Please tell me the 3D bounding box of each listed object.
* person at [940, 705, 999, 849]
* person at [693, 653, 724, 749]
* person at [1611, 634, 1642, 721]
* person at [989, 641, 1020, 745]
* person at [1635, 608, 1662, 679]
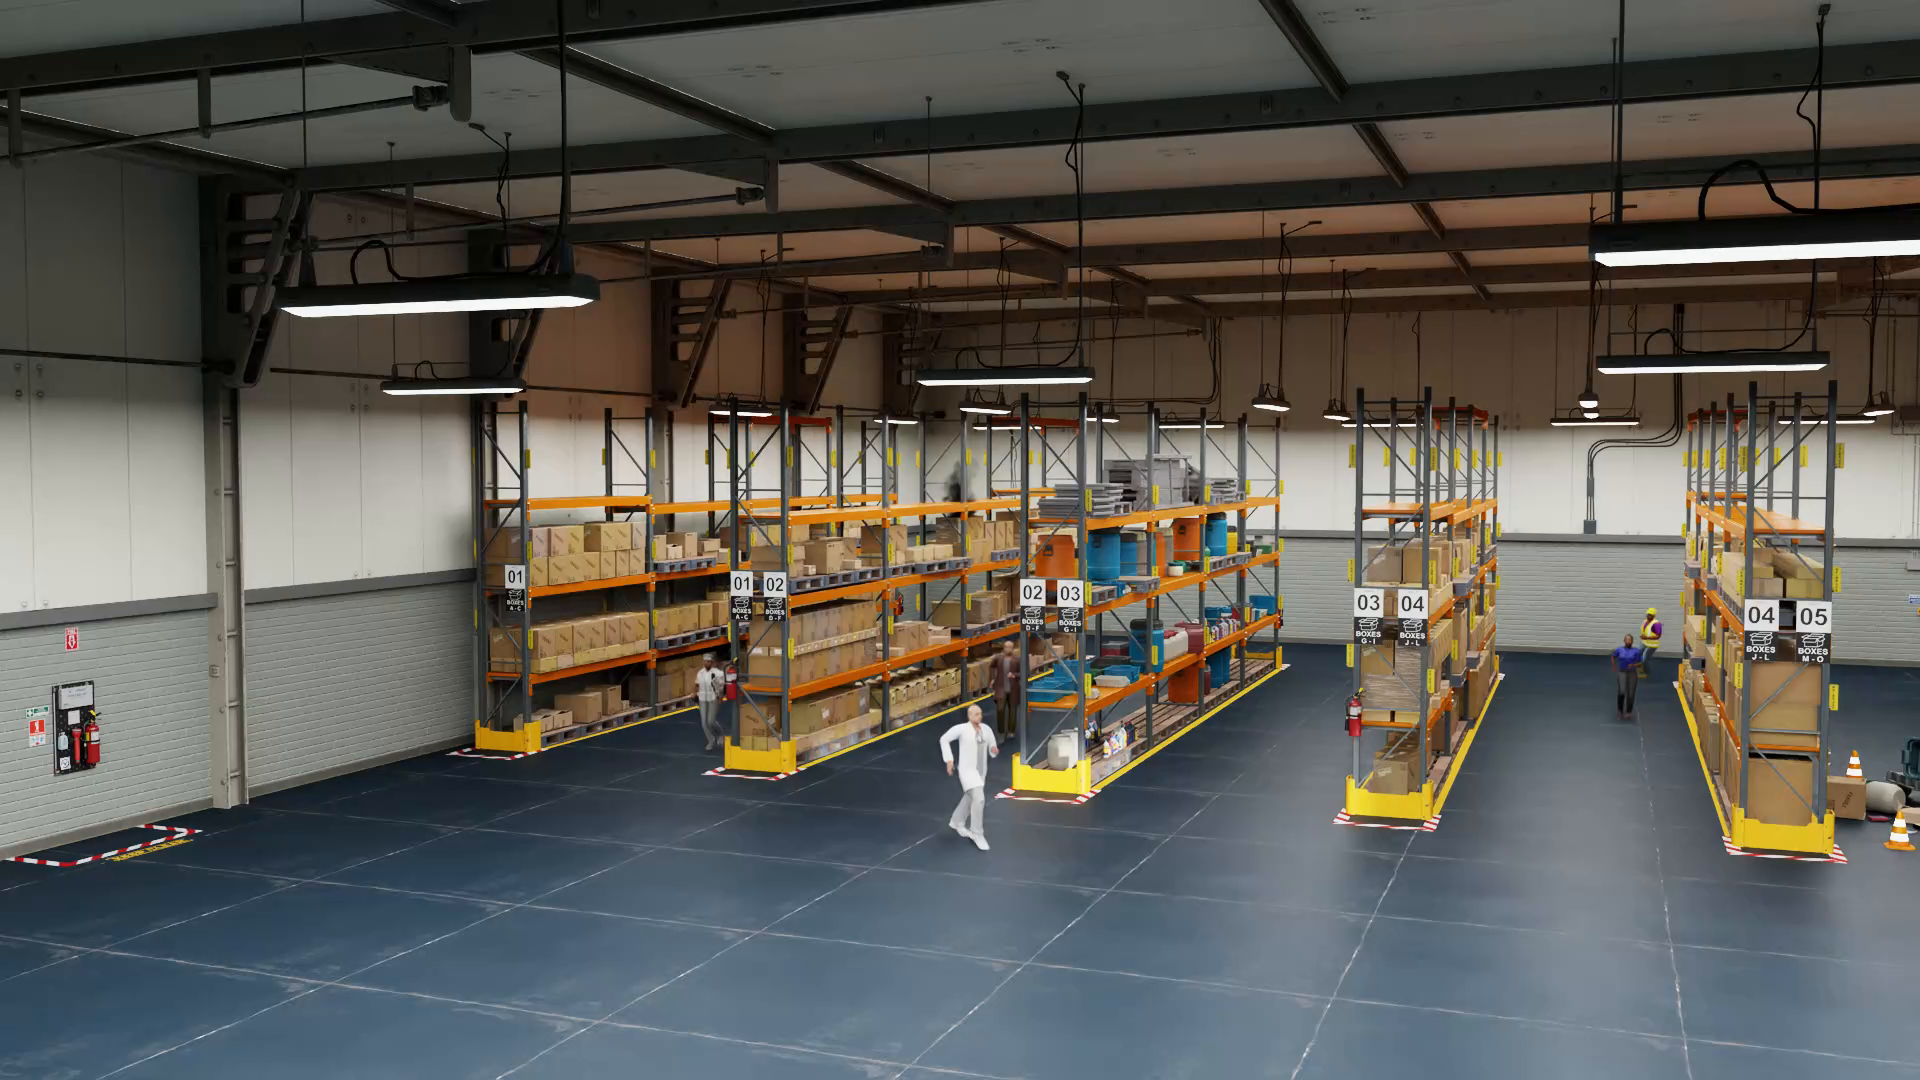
[{"bbox_3d":[0.155,3.057,21.628,0.666,1.845,0.938,-3,4,-43],"label":"person"},{"bbox_3d":[-4.337,2.779,28.668,0.595,1.659,0.547,1,3,19],"label":"person"},{"bbox_3d":[12.758,2.631,31.820,0.548,1.657,0.674,1,3,18],"label":"person"},{"bbox_3d":[0.836,2.693,29.332,0.671,1.823,0.787,0,3,4],"label":"person"},{"bbox_3d":[15.532,2.342,37.619,0.585,1.652,0.825,-1,3,-13],"label":"person"}]
